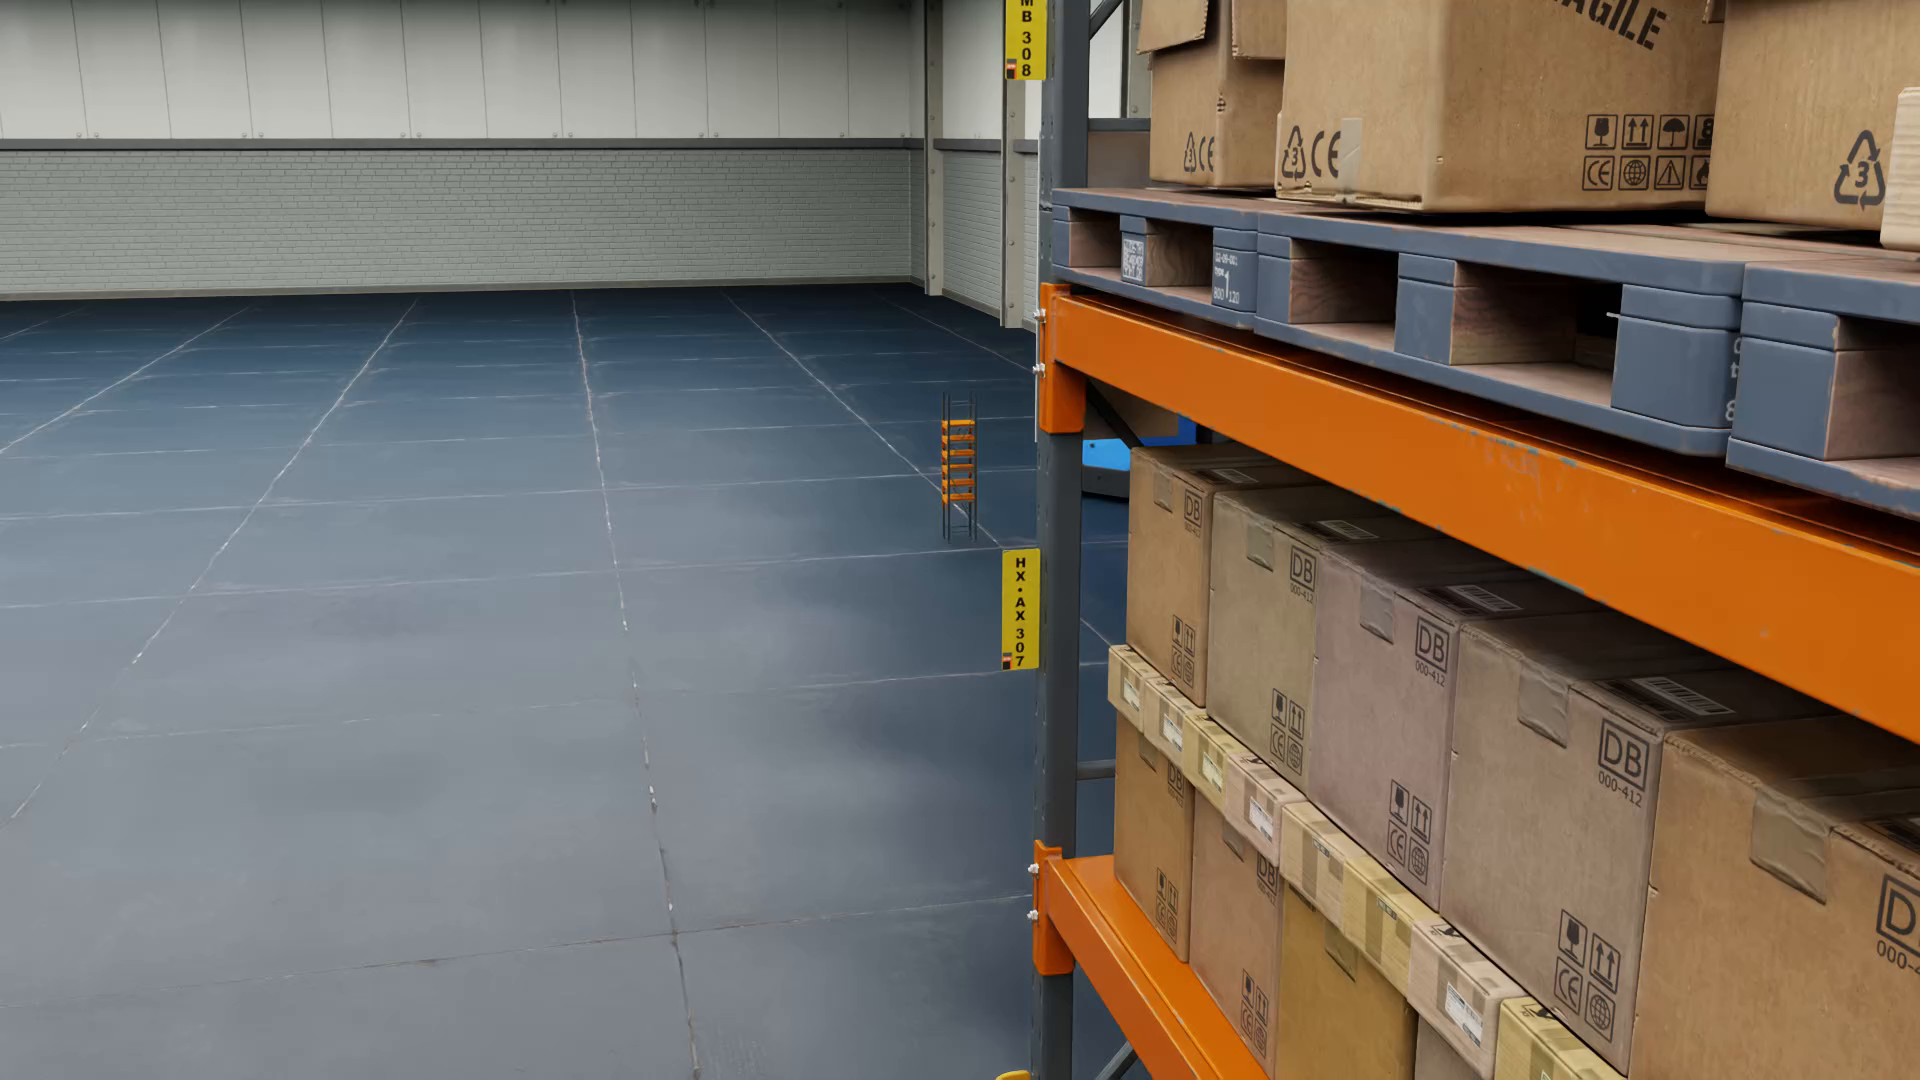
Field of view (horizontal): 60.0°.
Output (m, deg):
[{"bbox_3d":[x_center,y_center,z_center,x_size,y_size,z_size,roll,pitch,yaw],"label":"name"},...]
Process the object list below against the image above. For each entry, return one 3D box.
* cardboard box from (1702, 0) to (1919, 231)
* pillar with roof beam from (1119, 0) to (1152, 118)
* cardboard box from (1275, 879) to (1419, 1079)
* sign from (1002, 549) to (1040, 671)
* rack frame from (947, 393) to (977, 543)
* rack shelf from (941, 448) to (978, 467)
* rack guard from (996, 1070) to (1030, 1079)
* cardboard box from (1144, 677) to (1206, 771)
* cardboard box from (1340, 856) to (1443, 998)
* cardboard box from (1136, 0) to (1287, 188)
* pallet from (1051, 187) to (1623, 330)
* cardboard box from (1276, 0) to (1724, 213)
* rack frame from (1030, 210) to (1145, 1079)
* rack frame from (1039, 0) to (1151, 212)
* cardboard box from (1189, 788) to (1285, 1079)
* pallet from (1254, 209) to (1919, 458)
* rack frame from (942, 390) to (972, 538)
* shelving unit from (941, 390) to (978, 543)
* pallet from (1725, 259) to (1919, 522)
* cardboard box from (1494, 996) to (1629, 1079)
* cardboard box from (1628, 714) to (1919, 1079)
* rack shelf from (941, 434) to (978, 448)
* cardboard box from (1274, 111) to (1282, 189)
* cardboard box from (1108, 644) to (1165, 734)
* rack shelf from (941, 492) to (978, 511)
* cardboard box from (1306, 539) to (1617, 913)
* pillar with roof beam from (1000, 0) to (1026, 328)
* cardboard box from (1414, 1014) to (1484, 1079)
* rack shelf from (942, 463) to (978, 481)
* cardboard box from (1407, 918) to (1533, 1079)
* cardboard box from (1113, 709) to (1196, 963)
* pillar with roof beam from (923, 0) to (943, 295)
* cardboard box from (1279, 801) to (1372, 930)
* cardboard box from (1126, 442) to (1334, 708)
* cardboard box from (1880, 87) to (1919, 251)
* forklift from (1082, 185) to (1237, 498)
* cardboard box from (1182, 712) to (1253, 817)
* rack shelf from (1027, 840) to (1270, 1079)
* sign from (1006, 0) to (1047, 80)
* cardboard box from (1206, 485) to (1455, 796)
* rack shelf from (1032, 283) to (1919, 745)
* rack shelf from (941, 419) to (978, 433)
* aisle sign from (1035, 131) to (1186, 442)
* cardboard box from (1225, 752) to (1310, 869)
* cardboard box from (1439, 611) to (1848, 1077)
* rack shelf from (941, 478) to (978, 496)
[{"bbox_3d":[1.376,-0.630,1.970,0.797,0.503,0.637,-2,14,-7],"label":"cardboard box"},{"bbox_3d":[-1.892,-6.378,20.570,9.100,9.000,0.400,-3,14,-13],"label":"pillar with roof beam"},{"bbox_3d":[1.037,0.909,3.177,0.700,0.500,0.500,-3,14,-13],"label":"cardboard box"},{"bbox_3d":[0.160,0.184,4.365,0.100,0.325,0.005,-3,14,-13],"label":"sign"},{"bbox_3d":[0.018,-0.565,13.212,0.240,1.200,0.006,-3,14,-13],"label":"rack frame"},{"bbox_3d":[-0.003,-0.660,13.280,0.258,0.103,0.180,-3,14,-13],"label":"rack shelf"},{"bbox_3d":[0.695,1.822,4.917,1.175,0.500,0.348,-3,14,-13],"label":"rack guard"},{"bbox_3d":[0.648,0.413,3.841,0.380,0.149,0.250,-4,14,-15],"label":"cardboard box"},{"bbox_3d":[0.888,0.649,2.874,0.380,0.149,0.250,-3,14,-14],"label":"cardboard box"},{"bbox_3d":[0.832,-1.034,3.619,0.797,0.503,0.637,-2,14,-9],"label":"cardboard box"},{"bbox_3d":[0.842,-0.637,3.579,1.003,0.211,1.213,-3,14,-13],"label":"pallet"},{"bbox_3d":[0.825,-0.766,2.533,0.500,0.500,0.500,-3,14,-13],"label":"cardboard box"},{"bbox_3d":[0.701,0.613,4.598,1.000,3.000,0.127,-3,14,-13],"label":"rack frame"},{"bbox_3d":[0.701,-2.301,3.886,1.000,3.000,0.127,-3,14,-13],"label":"rack frame"},{"bbox_3d":[0.926,0.794,3.647,0.700,0.500,0.500,-3,14,-12],"label":"cardboard box"},{"bbox_3d":[1.132,-0.355,2.424,1.003,0.211,1.213,-3,14,-13],"label":"pallet"},{"bbox_3d":[-0.025,-0.607,13.385,0.240,1.200,0.006,-3,14,-13],"label":"rack frame"},{"bbox_3d":[-0.003,-0.586,13.298,0.258,1.200,0.189,-3,14,-13],"label":"shelving unit"},{"bbox_3d":[1.415,-0.074,1.275,1.003,0.211,1.213,-3,14,-13],"label":"pallet"},{"bbox_3d":[1.006,0.767,2.389,0.380,0.149,0.250,-3,14,-11],"label":"cardboard box"},{"bbox_3d":[1.293,0.523,2.022,0.700,0.500,0.500,-3,14,-13],"label":"cardboard box"},{"bbox_3d":[-0.003,-0.776,13.252,0.258,0.103,0.180,-3,14,-13],"label":"rack shelf"},{"bbox_3d":[0.806,-0.713,3.054,0.380,0.149,0.250,-3,14,-13],"label":"cardboard box"},{"bbox_3d":[0.584,0.352,4.089,0.380,0.149,0.250,-3,14,-14],"label":"cardboard box"},{"bbox_3d":[-0.003,-0.310,13.366,0.258,0.103,0.180,-3,14,-13],"label":"rack shelf"},{"bbox_3d":[1.058,0.292,2.967,0.700,0.500,0.500,-3,14,-13],"label":"cardboard box"},{"bbox_3d":[-3.301,-7.762,26.236,9.100,9.000,0.400,-3,14,-13],"label":"pillar with roof beam"},{"bbox_3d":[1.164,1.030,2.681,0.700,0.500,0.500,-3,14,-11],"label":"cardboard box"},{"bbox_3d":[-0.003,-0.543,13.309,0.258,0.103,0.180,-3,14,-13],"label":"rack shelf"},{"bbox_3d":[0.944,0.706,2.638,0.380,0.149,0.250,-3,14,-13],"label":"cardboard box"},{"bbox_3d":[0.798,0.673,4.142,0.700,0.500,0.500,-3,14,-13],"label":"cardboard box"},{"bbox_3d":[-4.710,-9.146,31.901,9.100,9.000,0.400,-3,14,-13],"label":"pillar with roof beam"},{"bbox_3d":[0.828,0.590,3.115,0.380,0.149,0.250,-4,14,-15],"label":"cardboard box"},{"bbox_3d":[0.810,0.055,3.938,0.700,0.500,0.500,-3,14,-13],"label":"cardboard box"},{"bbox_3d":[1.091,-0.334,1.505,0.380,0.149,0.250,-3,14,-13],"label":"cardboard box"},{"bbox_3d":[2.044,-2.070,15.725,1.130,2.935,3.031,10,17,36],"label":"forklift"},{"bbox_3d":[0.705,0.470,3.605,0.380,0.149,0.250,-3,14,-13],"label":"cardboard box"},{"bbox_3d":[1.170,1.424,2.795,1.077,0.370,4.000,-3,14,-13],"label":"rack shelf"},{"bbox_3d":[0.160,-1.278,4.008,0.100,0.325,0.005,-3,14,-13],"label":"sign"},{"bbox_3d":[0.939,0.176,3.443,0.700,0.500,0.500,-4,14,-15],"label":"cardboard box"},{"bbox_3d":[1.170,-0.033,2.439,1.077,0.370,4.000,-3,14,-13],"label":"rack shelf"},{"bbox_3d":[-0.003,-0.893,13.223,0.258,0.103,0.180,-3,14,-13],"label":"rack shelf"},{"bbox_3d":[0.388,-0.648,4.281,0.394,0.787,0.004,-3,14,-13],"label":"aisle sign"},{"bbox_3d":[0.763,0.529,3.366,0.380,0.149,0.250,-4,14,-14],"label":"cardboard box"},{"bbox_3d":[1.176,0.408,2.494,0.700,0.500,0.500,-3,14,-13],"label":"cardboard box"},{"bbox_3d":[-0.003,-0.426,13.337,0.258,0.103,0.180,-3,14,-13],"label":"rack shelf"}]
